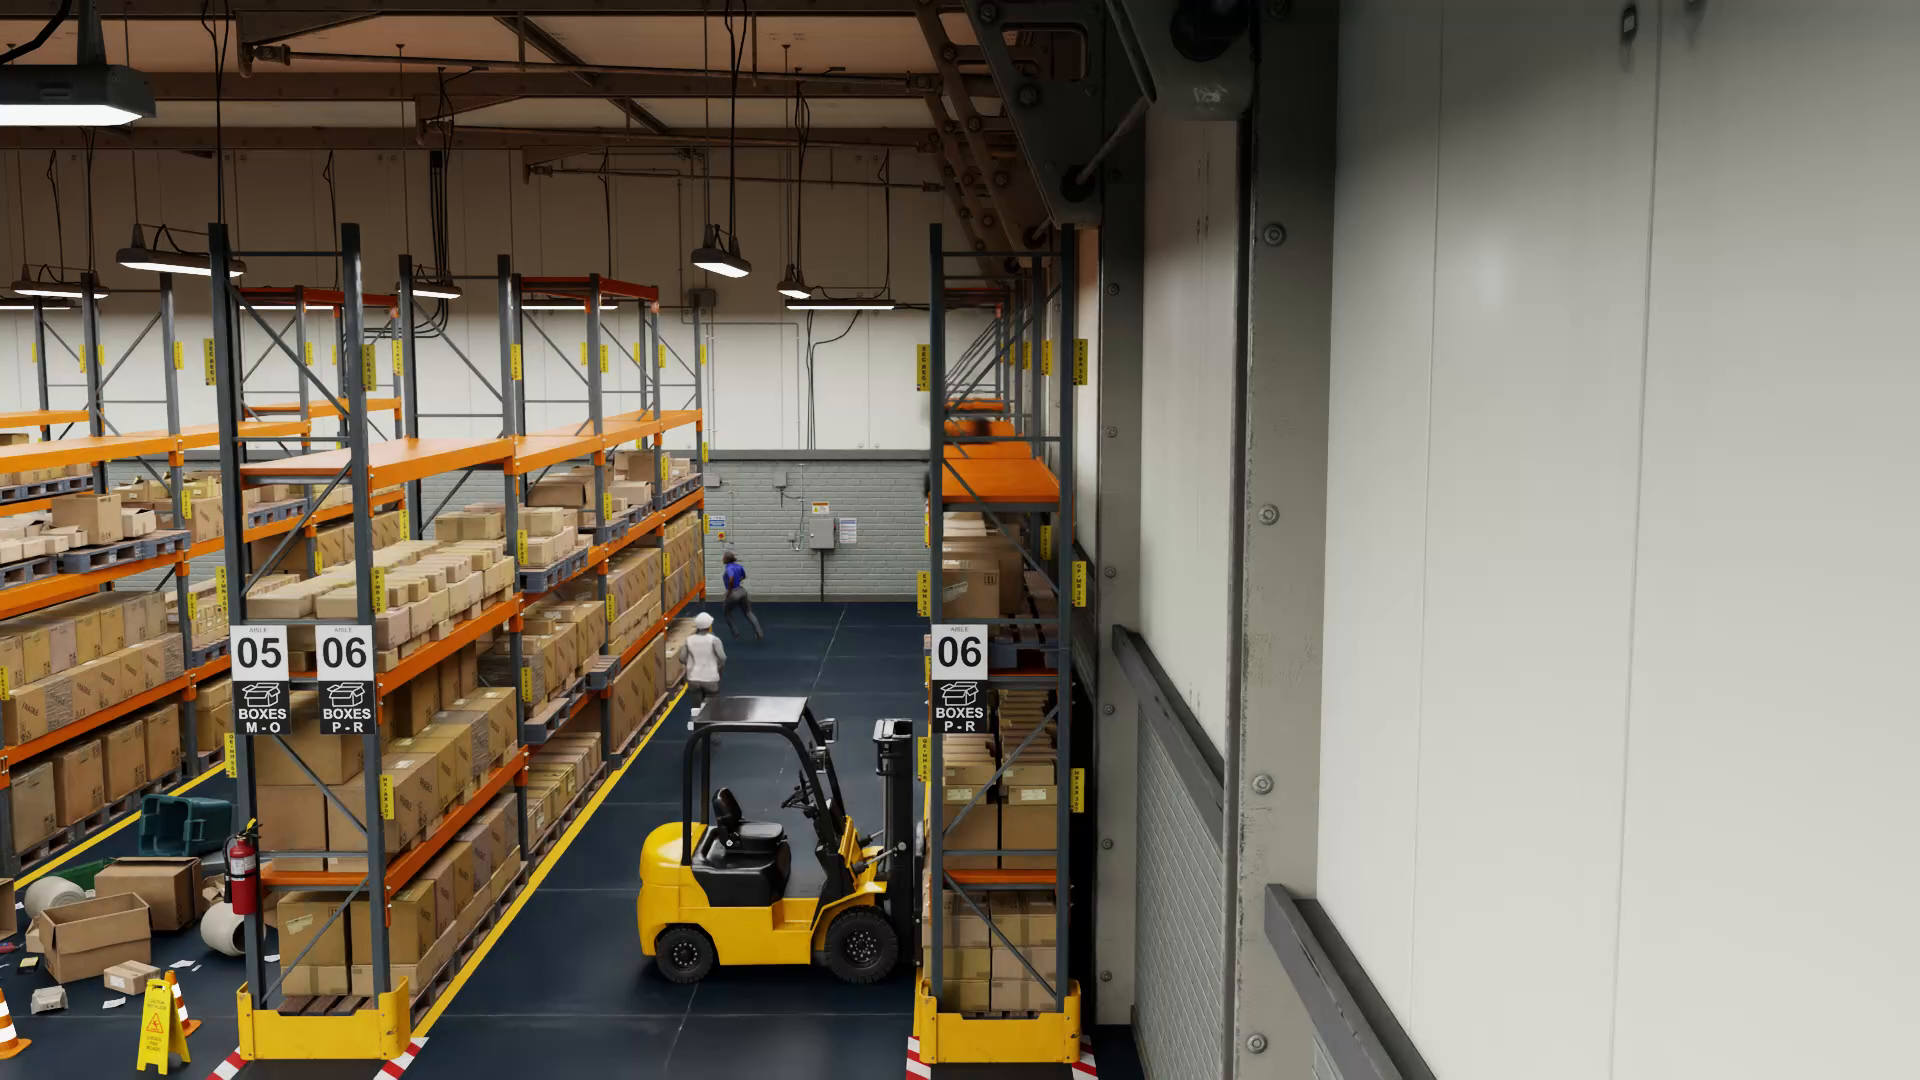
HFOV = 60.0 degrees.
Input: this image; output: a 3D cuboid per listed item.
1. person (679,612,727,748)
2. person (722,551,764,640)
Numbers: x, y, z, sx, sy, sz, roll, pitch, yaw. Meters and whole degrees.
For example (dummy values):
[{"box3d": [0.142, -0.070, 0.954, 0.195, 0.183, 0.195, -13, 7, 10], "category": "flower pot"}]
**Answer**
[{"box3d": [-3.308, 1.791, 21.538, 0.644, 1.740, 0.593, 0, 7, 0], "category": "person"}, {"box3d": [-3.879, 1.050, 29.015, 0.771, 1.565, 0.719, 5, 8, 36], "category": "person"}]
